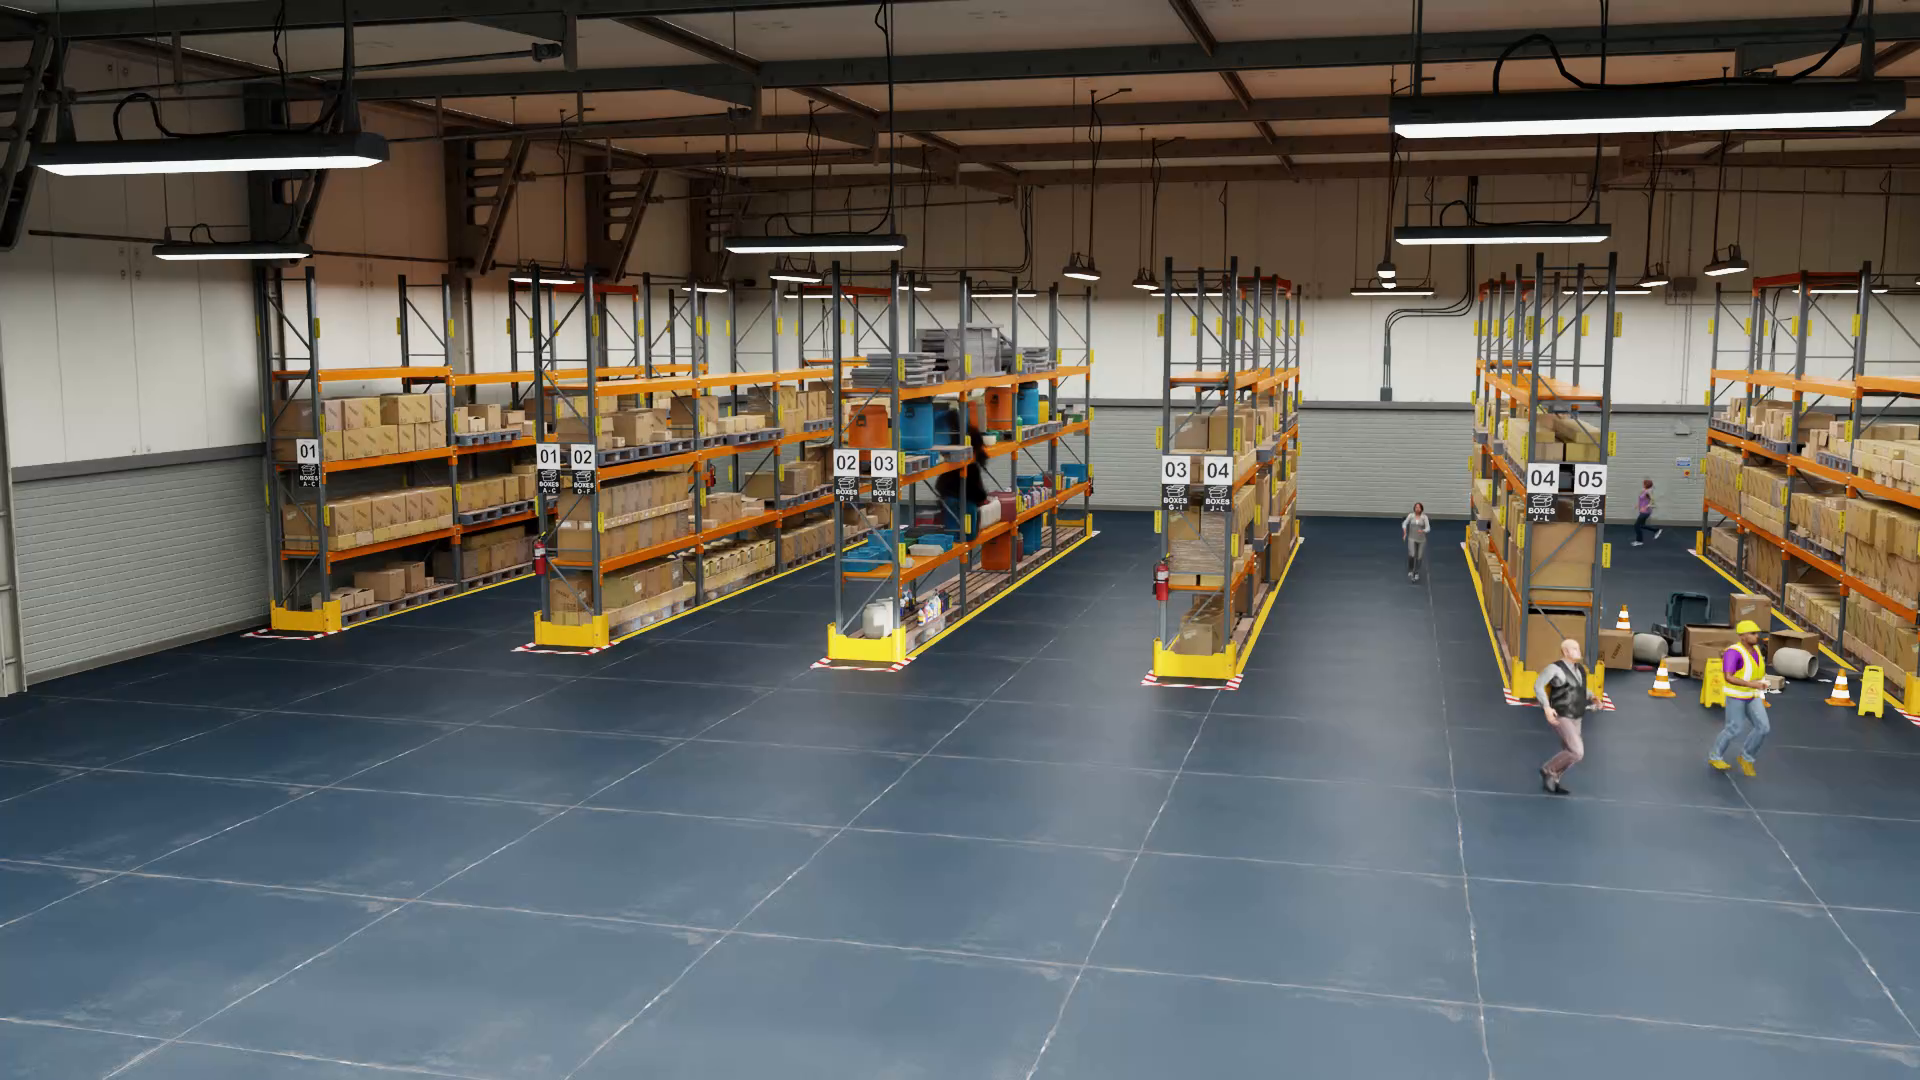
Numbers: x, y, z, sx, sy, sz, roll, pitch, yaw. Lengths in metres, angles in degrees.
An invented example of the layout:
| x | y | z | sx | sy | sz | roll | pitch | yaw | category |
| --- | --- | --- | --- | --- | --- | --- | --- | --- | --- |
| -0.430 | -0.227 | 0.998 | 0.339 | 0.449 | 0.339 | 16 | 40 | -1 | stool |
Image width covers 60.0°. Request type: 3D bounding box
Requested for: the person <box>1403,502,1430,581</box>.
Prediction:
| x | y | z | sx | sy | sz | roll | pitch | yaw | category |
| --- | --- | --- | --- | --- | --- | --- | --- | --- | --- |
| 9.032 | 0.032 | 32.936 | 0.515 | 1.567 | 0.639 | 2 | 7 | 12 | person |

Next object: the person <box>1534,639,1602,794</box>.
| x | y | z | sx | sy | sz | roll | pitch | yaw | category |
| --- | --- | --- | --- | --- | --- | --- | --- | --- | --- |
| 6.553 | 1.905 | 17.856 | 0.667 | 1.688 | 0.601 | -6 | 9 | -38 | person |

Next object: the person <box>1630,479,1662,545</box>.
| x | y | z | sx | sy | sz | roll | pitch | yaw | category |
| --- | --- | --- | --- | --- | --- | --- | --- | --- | --- |
| 15.925 | -0.634 | 38.469 | 0.673 | 1.566 | 0.559 | 2 | 7 | 12 | person |

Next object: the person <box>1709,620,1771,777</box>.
| x | y | z | sx | sy | sz | roll | pitch | yaw | category |
| --- | --- | --- | --- | --- | --- | --- | --- | --- | --- |
| 8.801 | 1.793 | 18.641 | 0.722 | 1.819 | 0.726 | -4 | 8 | -27 | person |
